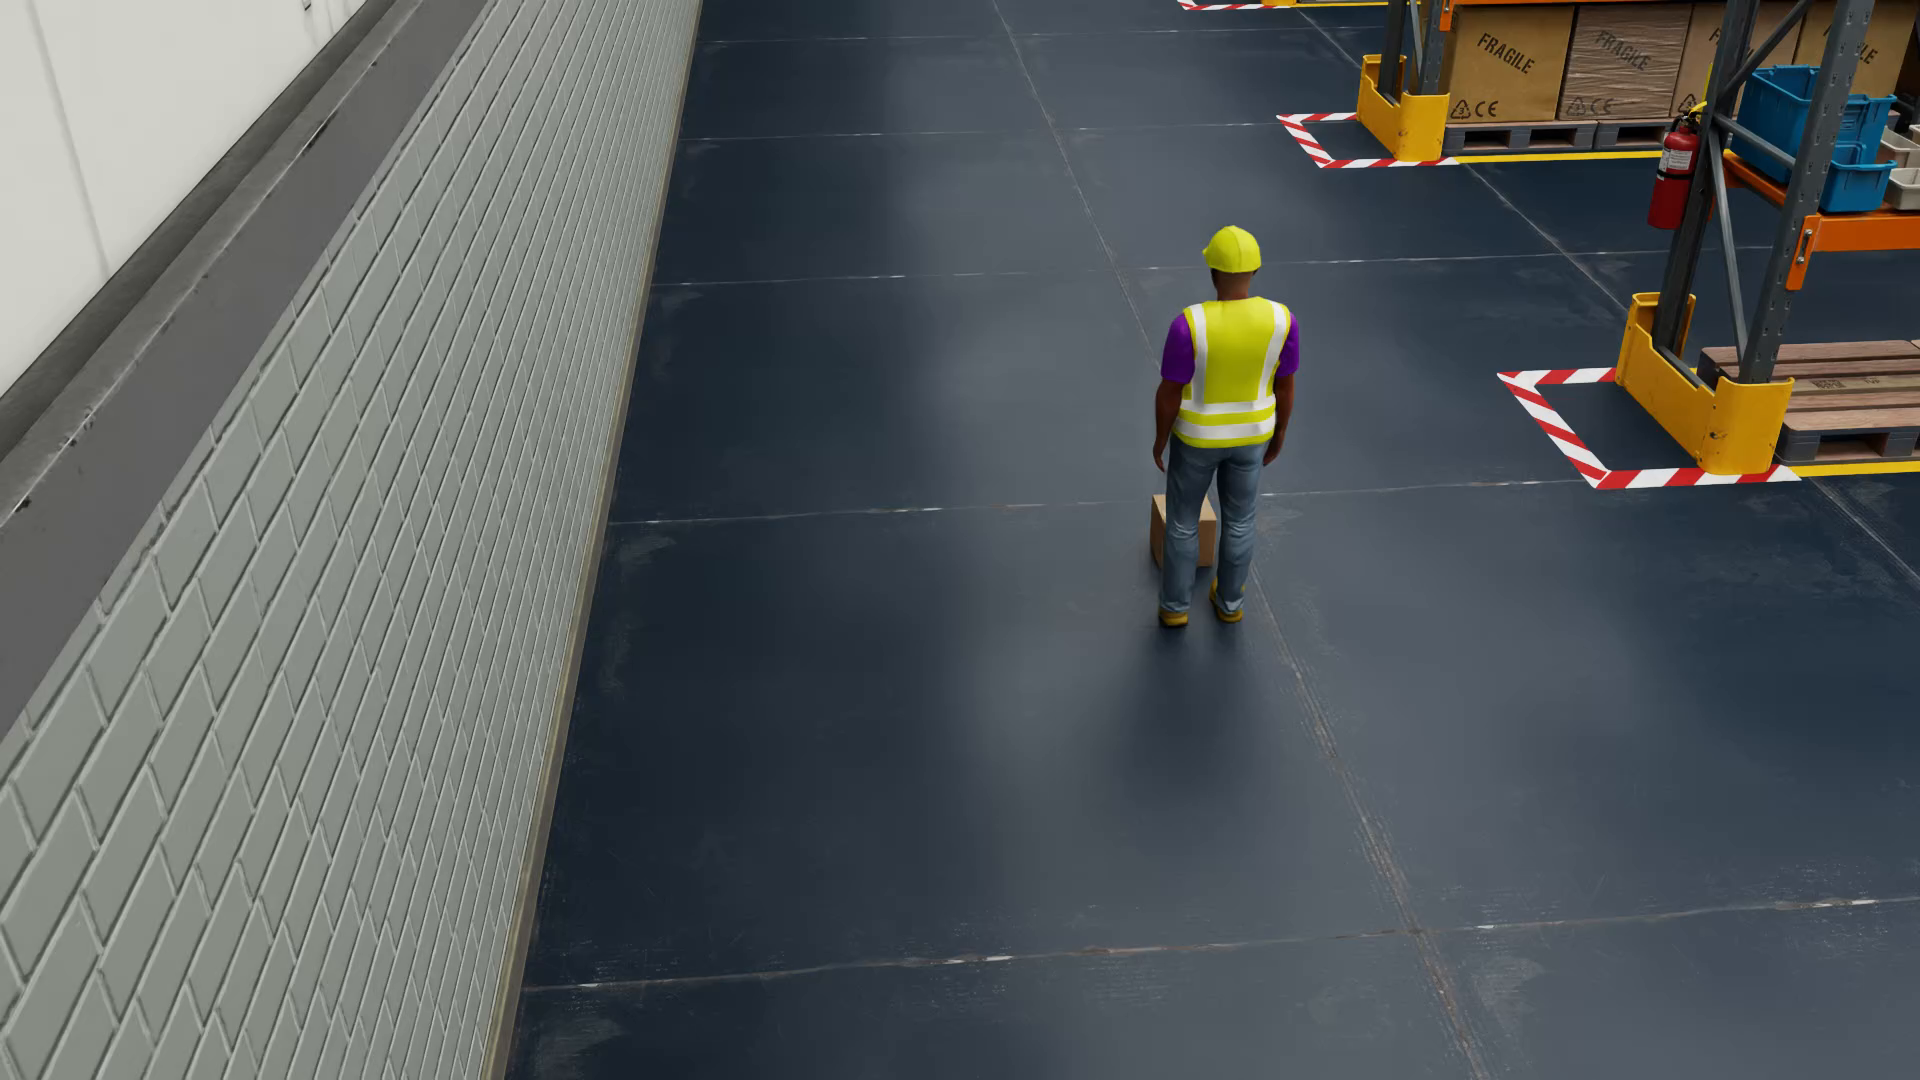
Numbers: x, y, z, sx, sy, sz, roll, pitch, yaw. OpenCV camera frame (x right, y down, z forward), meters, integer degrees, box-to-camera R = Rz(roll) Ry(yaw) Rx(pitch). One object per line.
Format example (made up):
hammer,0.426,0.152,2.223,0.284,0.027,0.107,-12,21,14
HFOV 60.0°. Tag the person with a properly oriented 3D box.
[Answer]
person,1.071,-0.429,6.870,0.575,1.815,0.369,-3,31,-5
